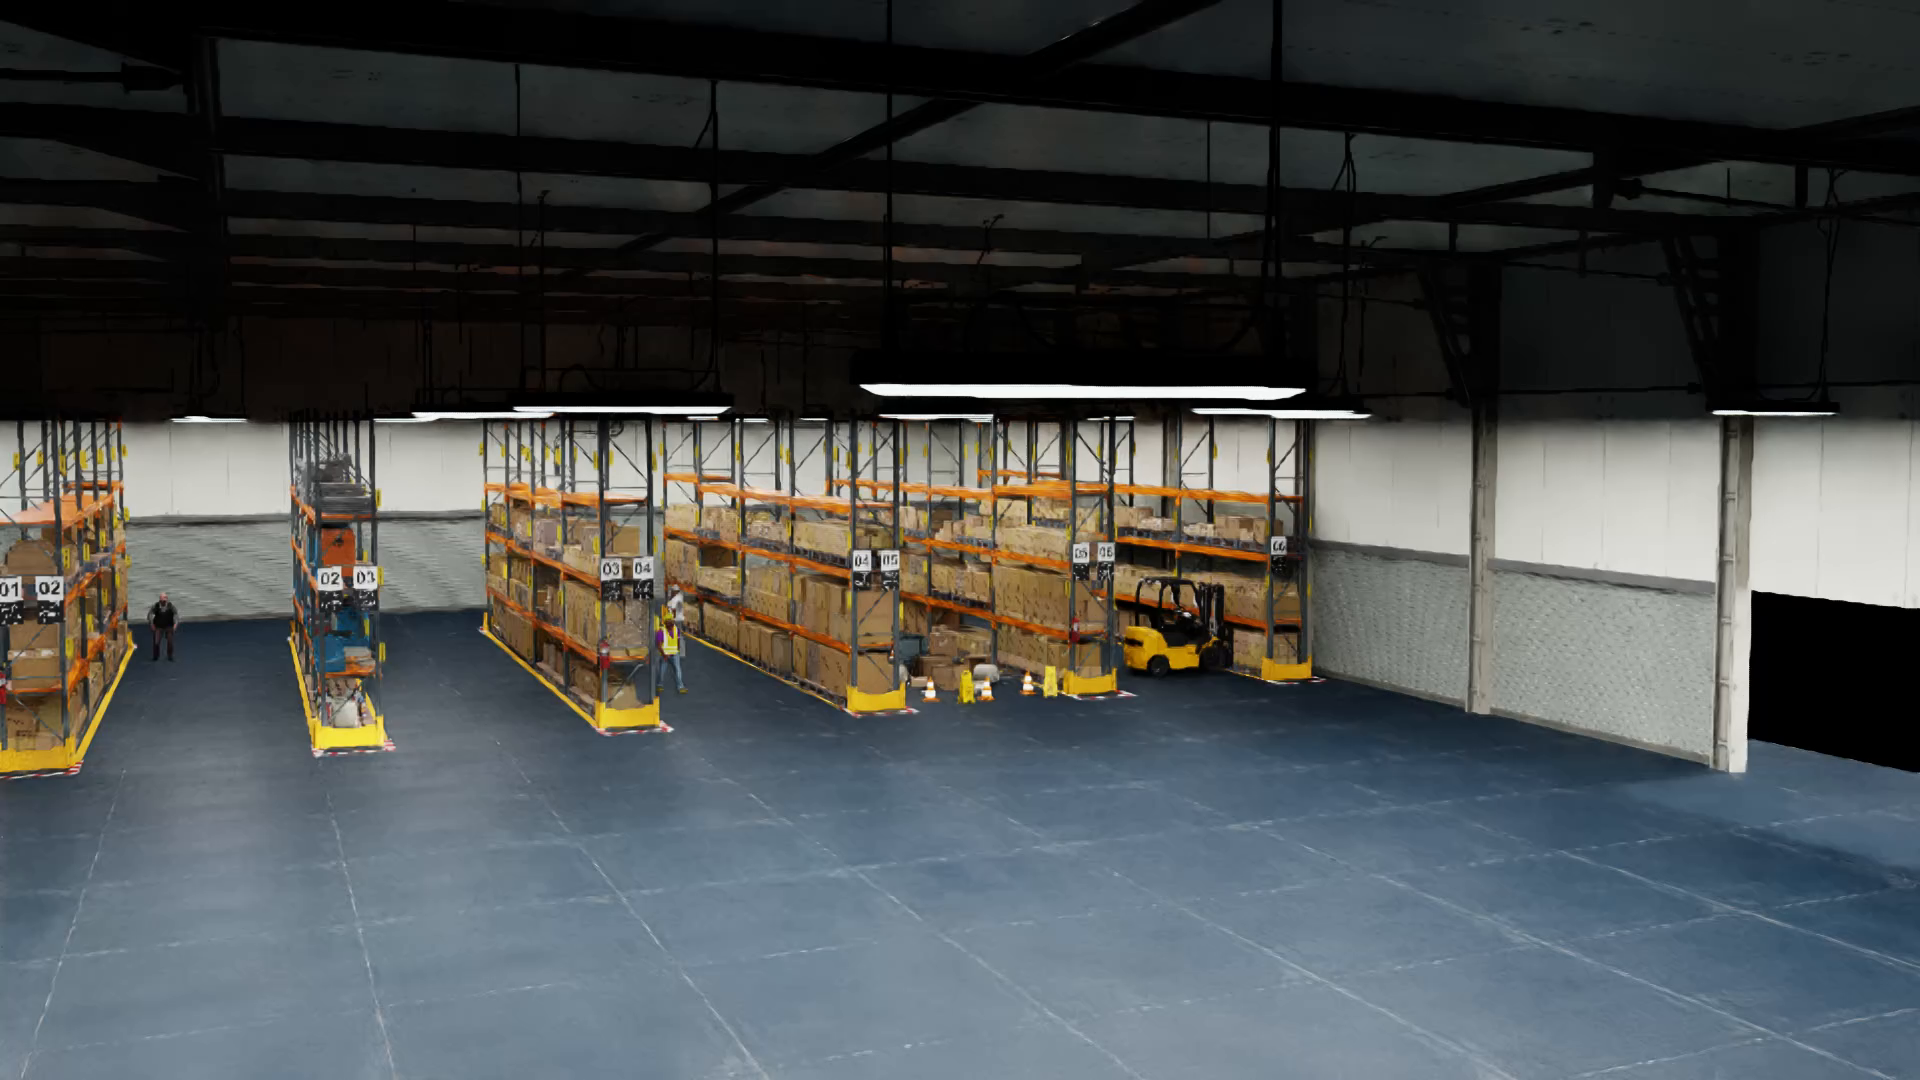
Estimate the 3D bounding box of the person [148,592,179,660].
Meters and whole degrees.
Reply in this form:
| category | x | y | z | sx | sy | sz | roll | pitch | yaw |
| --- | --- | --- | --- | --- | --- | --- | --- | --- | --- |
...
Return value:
| category | x | y | z | sx | sy | sz | roll | pitch | yaw |
| --- | --- | --- | --- | --- | --- | --- | --- | --- | --- |
| person | -19.205 | 2.086 | 40.106 | 0.677 | 1.674 | 0.534 | -2 | 4 | -26 |

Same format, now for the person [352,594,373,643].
| category | x | y | z | sx | sy | sz | roll | pitch | yaw |
| --- | --- | --- | --- | --- | --- | --- | --- | --- | --- |
| person | -15.590 | 1.898 | 43.225 | 0.481 | 1.565 | 1.091 | -2 | 4 | -26 |

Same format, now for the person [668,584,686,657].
| category | x | y | z | sx | sy | sz | roll | pitch | yaw |
| --- | --- | --- | --- | --- | --- | --- | --- | --- | --- |
| person | -7.007 | 1.966 | 40.847 | 0.591 | 1.763 | 0.685 | 0 | 4 | 1 |

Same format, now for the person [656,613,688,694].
| category | x | y | z | sx | sy | sz | roll | pitch | yaw |
| --- | --- | --- | --- | --- | --- | --- | --- | --- | --- |
| person | -6.169 | 2.393 | 35.244 | 0.567 | 1.707 | 1.034 | -3 | 5 | -32 |
